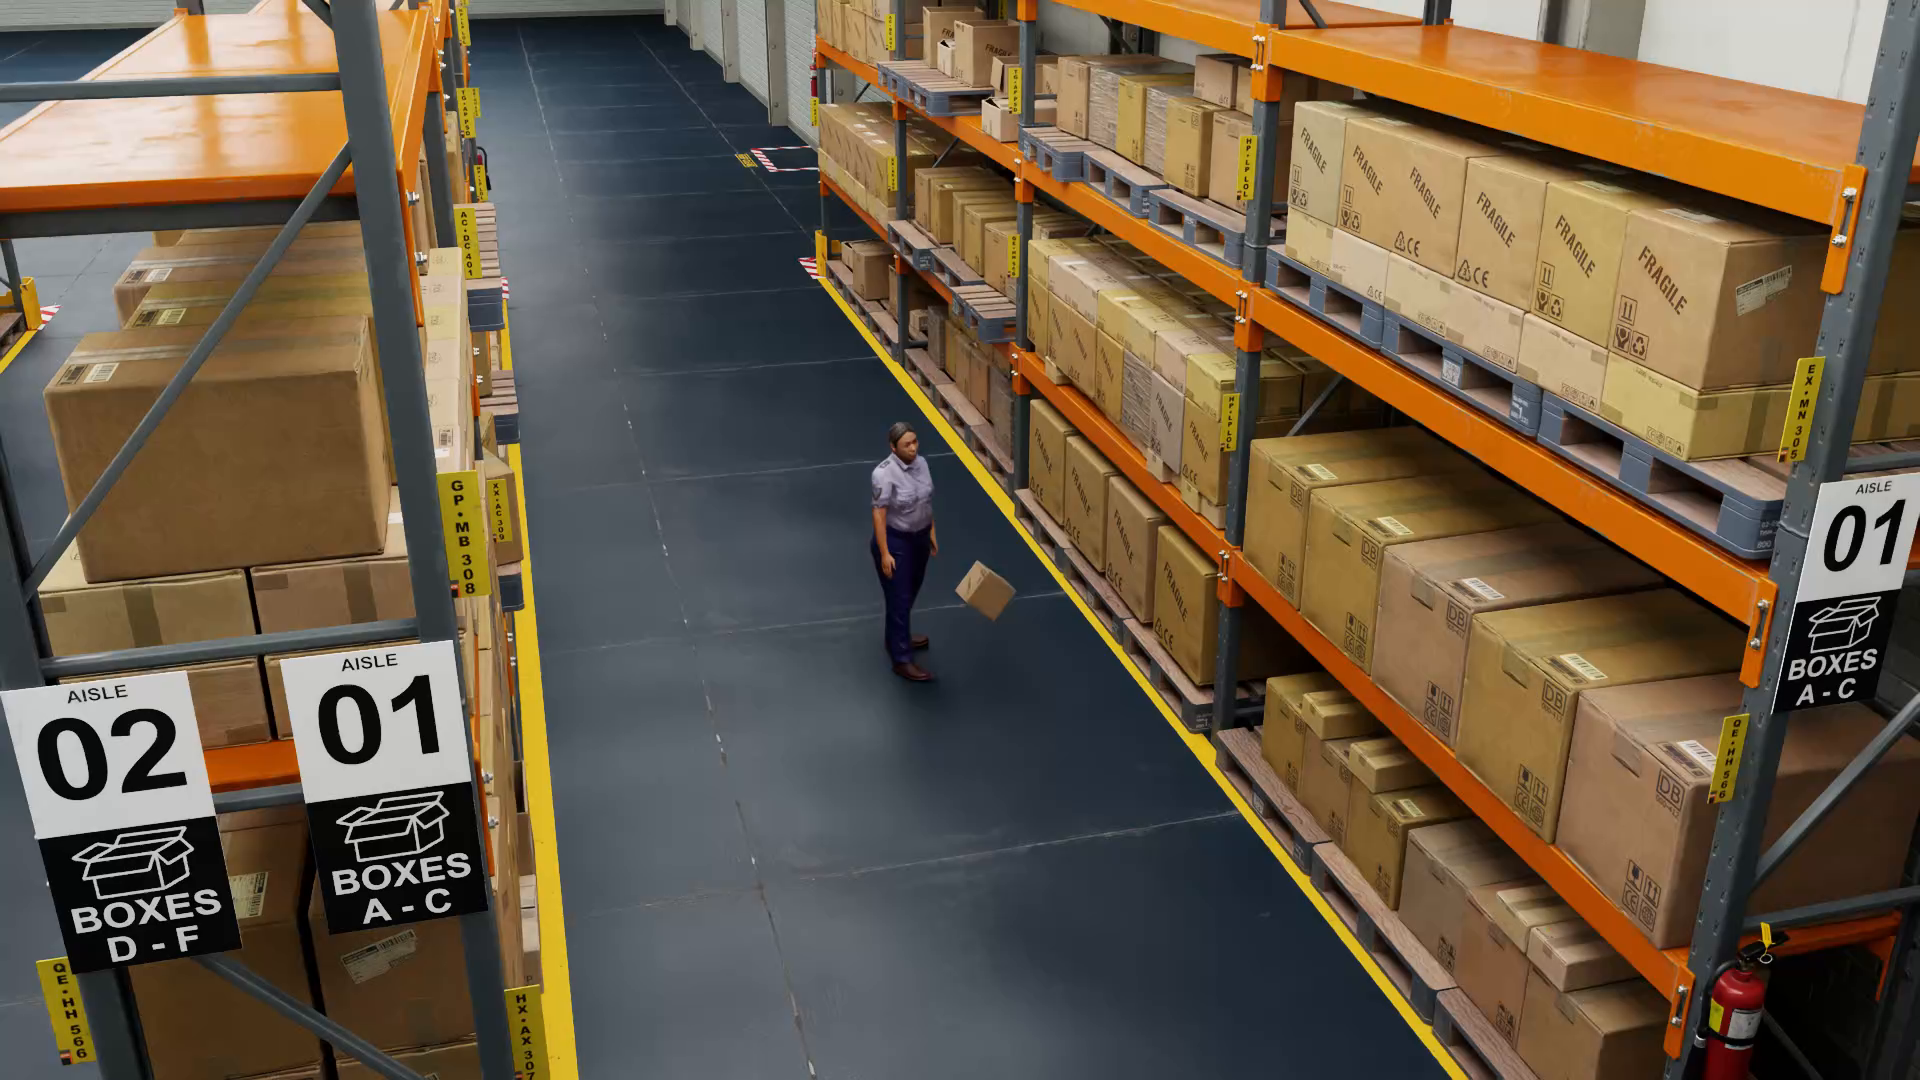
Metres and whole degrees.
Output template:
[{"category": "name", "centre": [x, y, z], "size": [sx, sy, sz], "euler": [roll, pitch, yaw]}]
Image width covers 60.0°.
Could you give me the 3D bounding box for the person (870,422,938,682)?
[{"category": "person", "centre": [-0.337, 0.039, 10.550], "size": [0.558, 1.644, 0.602], "euler": [15, 27, 32]}]
